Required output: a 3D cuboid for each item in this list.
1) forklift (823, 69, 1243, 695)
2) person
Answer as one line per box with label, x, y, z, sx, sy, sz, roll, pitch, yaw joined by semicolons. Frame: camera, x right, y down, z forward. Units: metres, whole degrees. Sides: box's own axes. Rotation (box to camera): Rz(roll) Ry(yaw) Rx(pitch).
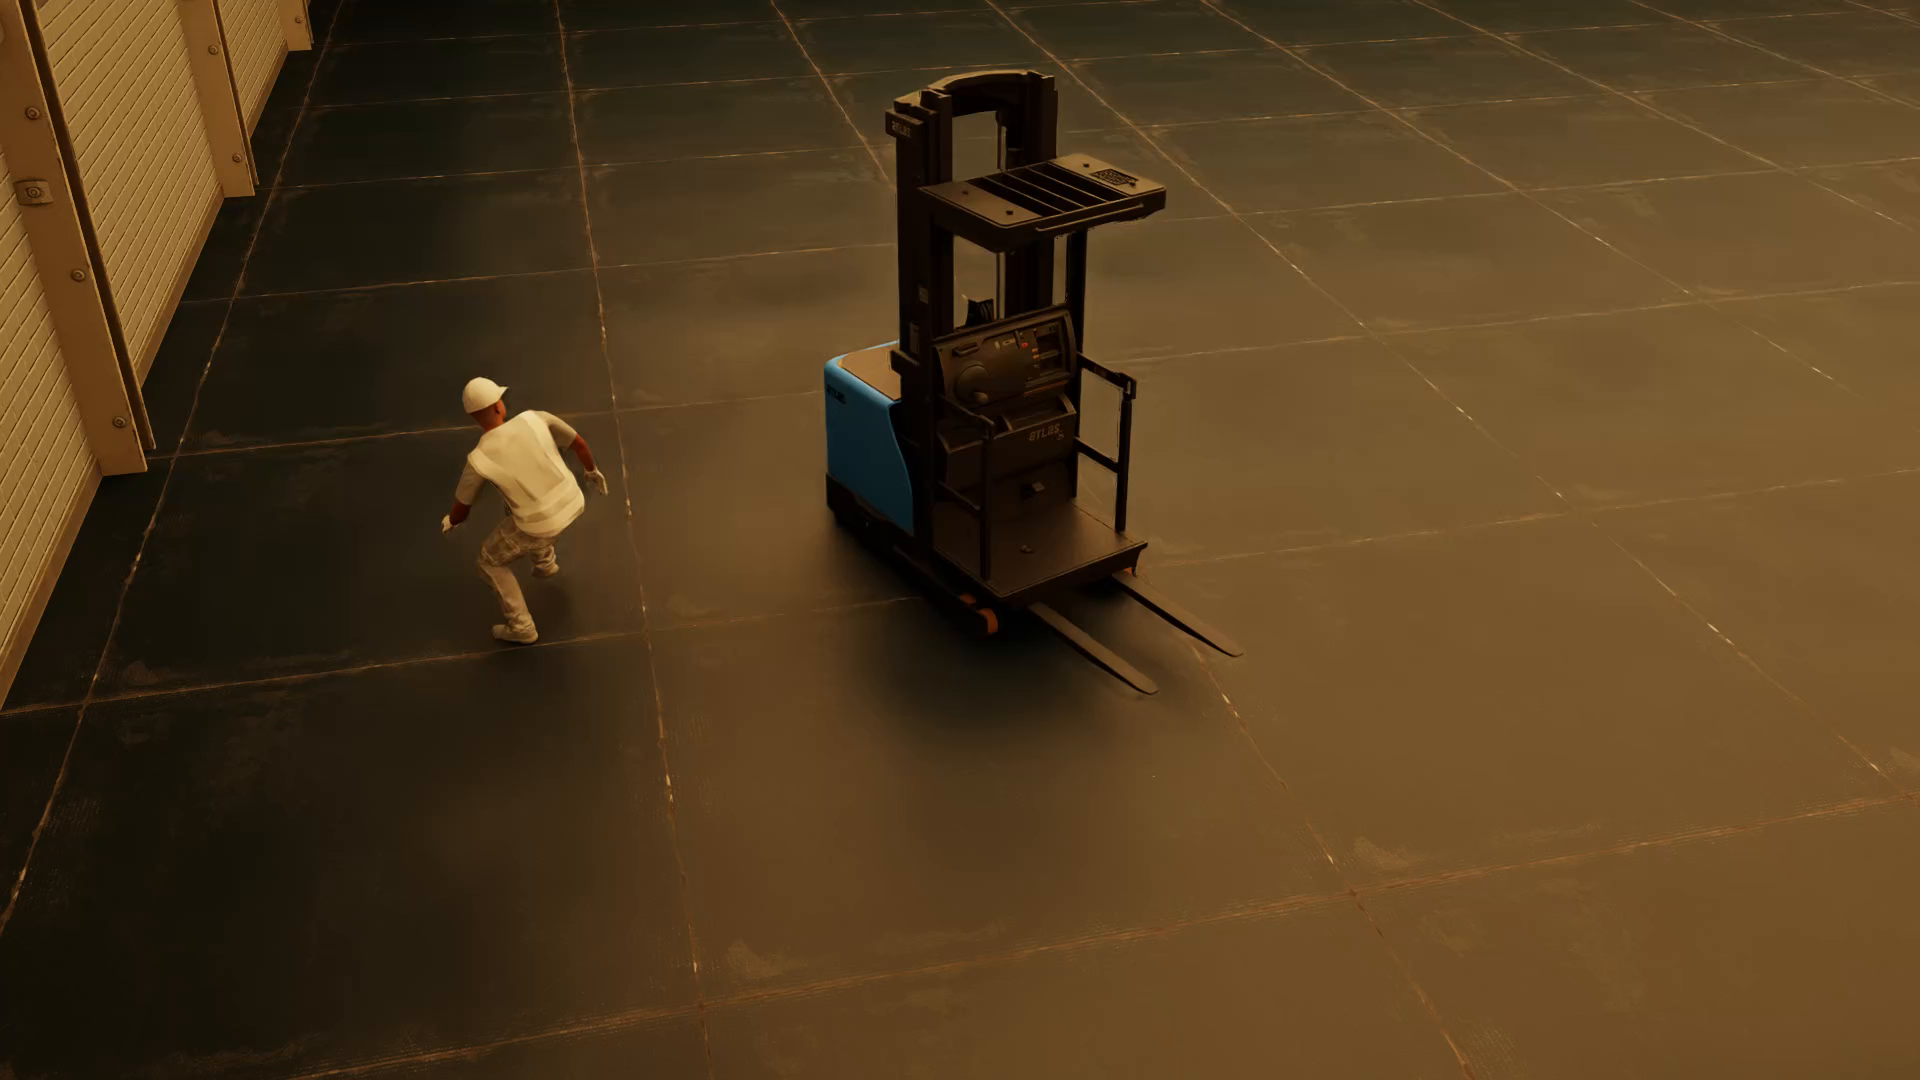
forklift;0.393;-0.988;9.282;1.130;2.935;3.031;-19;35;-30
person;-2.495;-0.237;9.420;0.719;1.540;0.822;18;35;29
